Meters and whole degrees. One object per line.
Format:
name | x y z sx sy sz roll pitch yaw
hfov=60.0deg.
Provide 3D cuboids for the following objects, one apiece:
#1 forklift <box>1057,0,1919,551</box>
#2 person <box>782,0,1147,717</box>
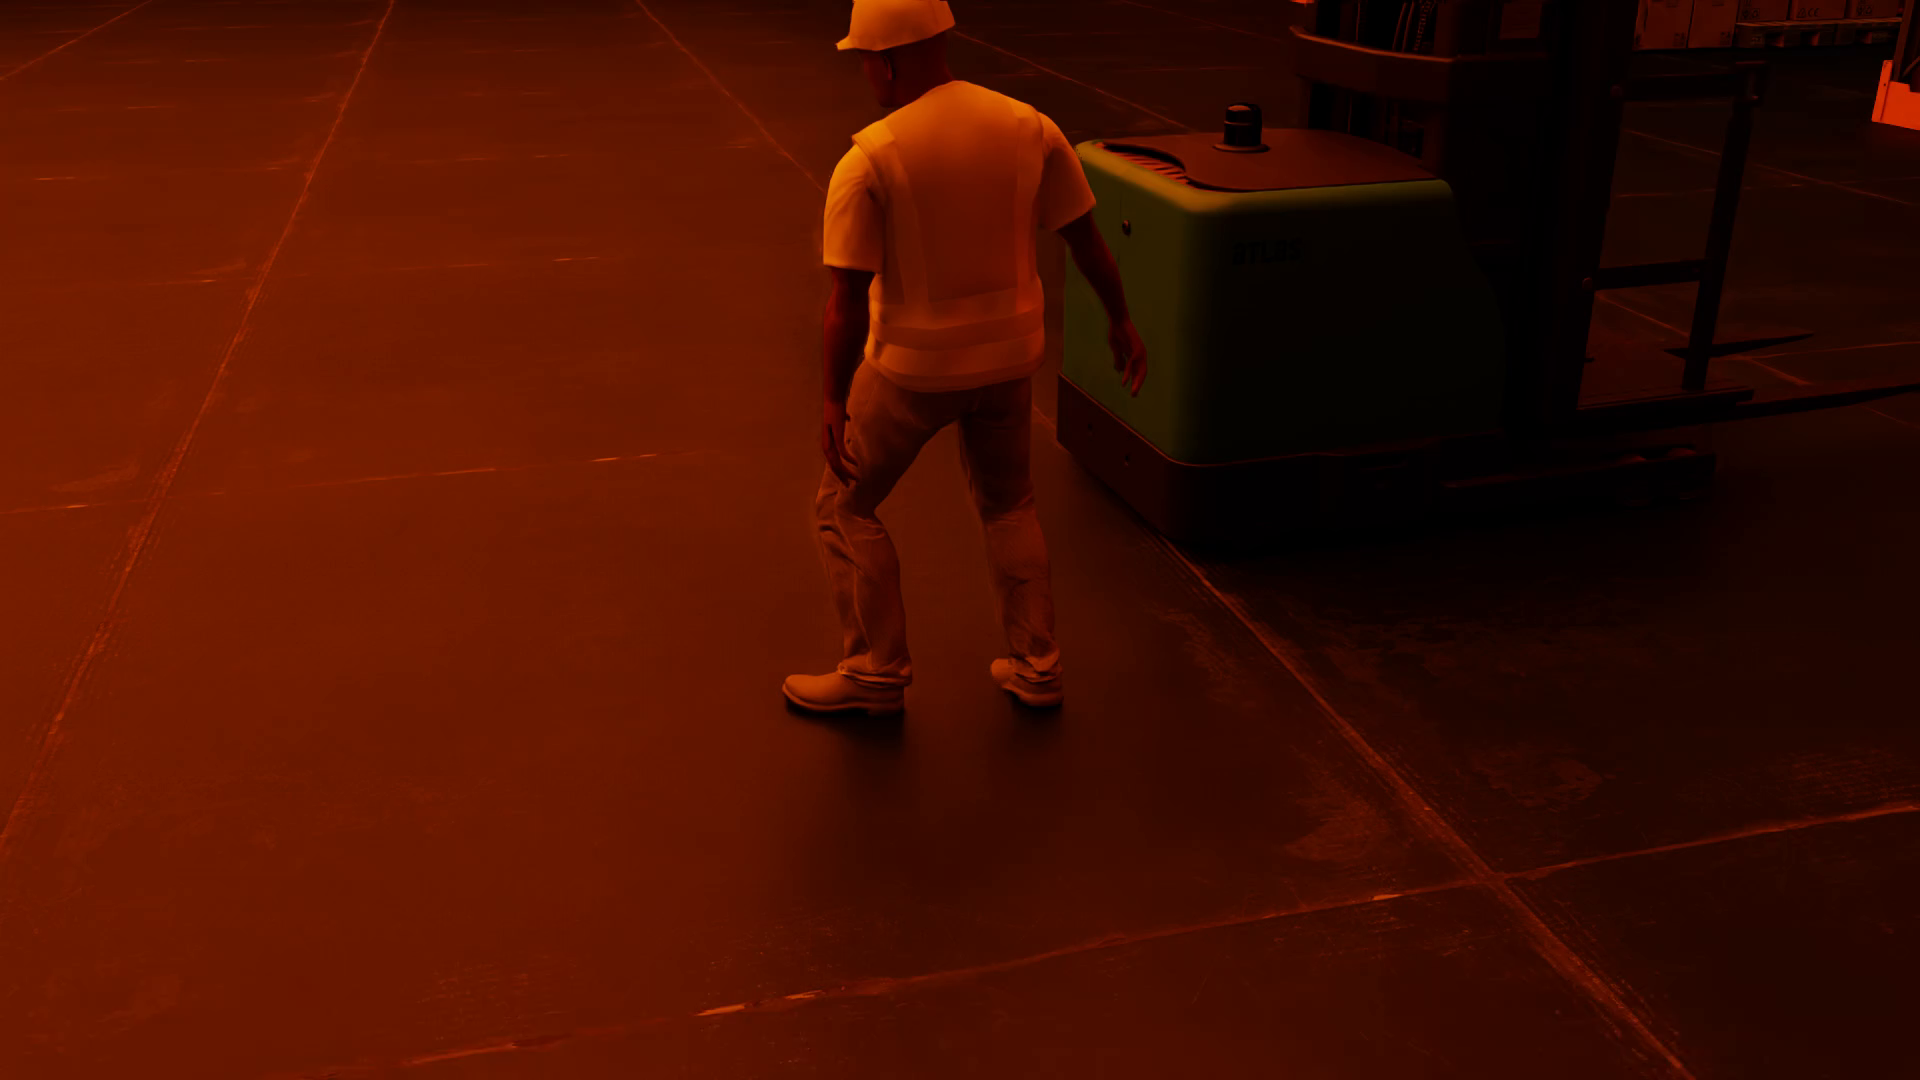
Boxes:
forklift | 1.905 -1.643 5.169 3.031 2.935 1.130 -7 24 -17
person | 0.004 -0.415 3.894 0.903 1.737 0.481 -10 25 -21
